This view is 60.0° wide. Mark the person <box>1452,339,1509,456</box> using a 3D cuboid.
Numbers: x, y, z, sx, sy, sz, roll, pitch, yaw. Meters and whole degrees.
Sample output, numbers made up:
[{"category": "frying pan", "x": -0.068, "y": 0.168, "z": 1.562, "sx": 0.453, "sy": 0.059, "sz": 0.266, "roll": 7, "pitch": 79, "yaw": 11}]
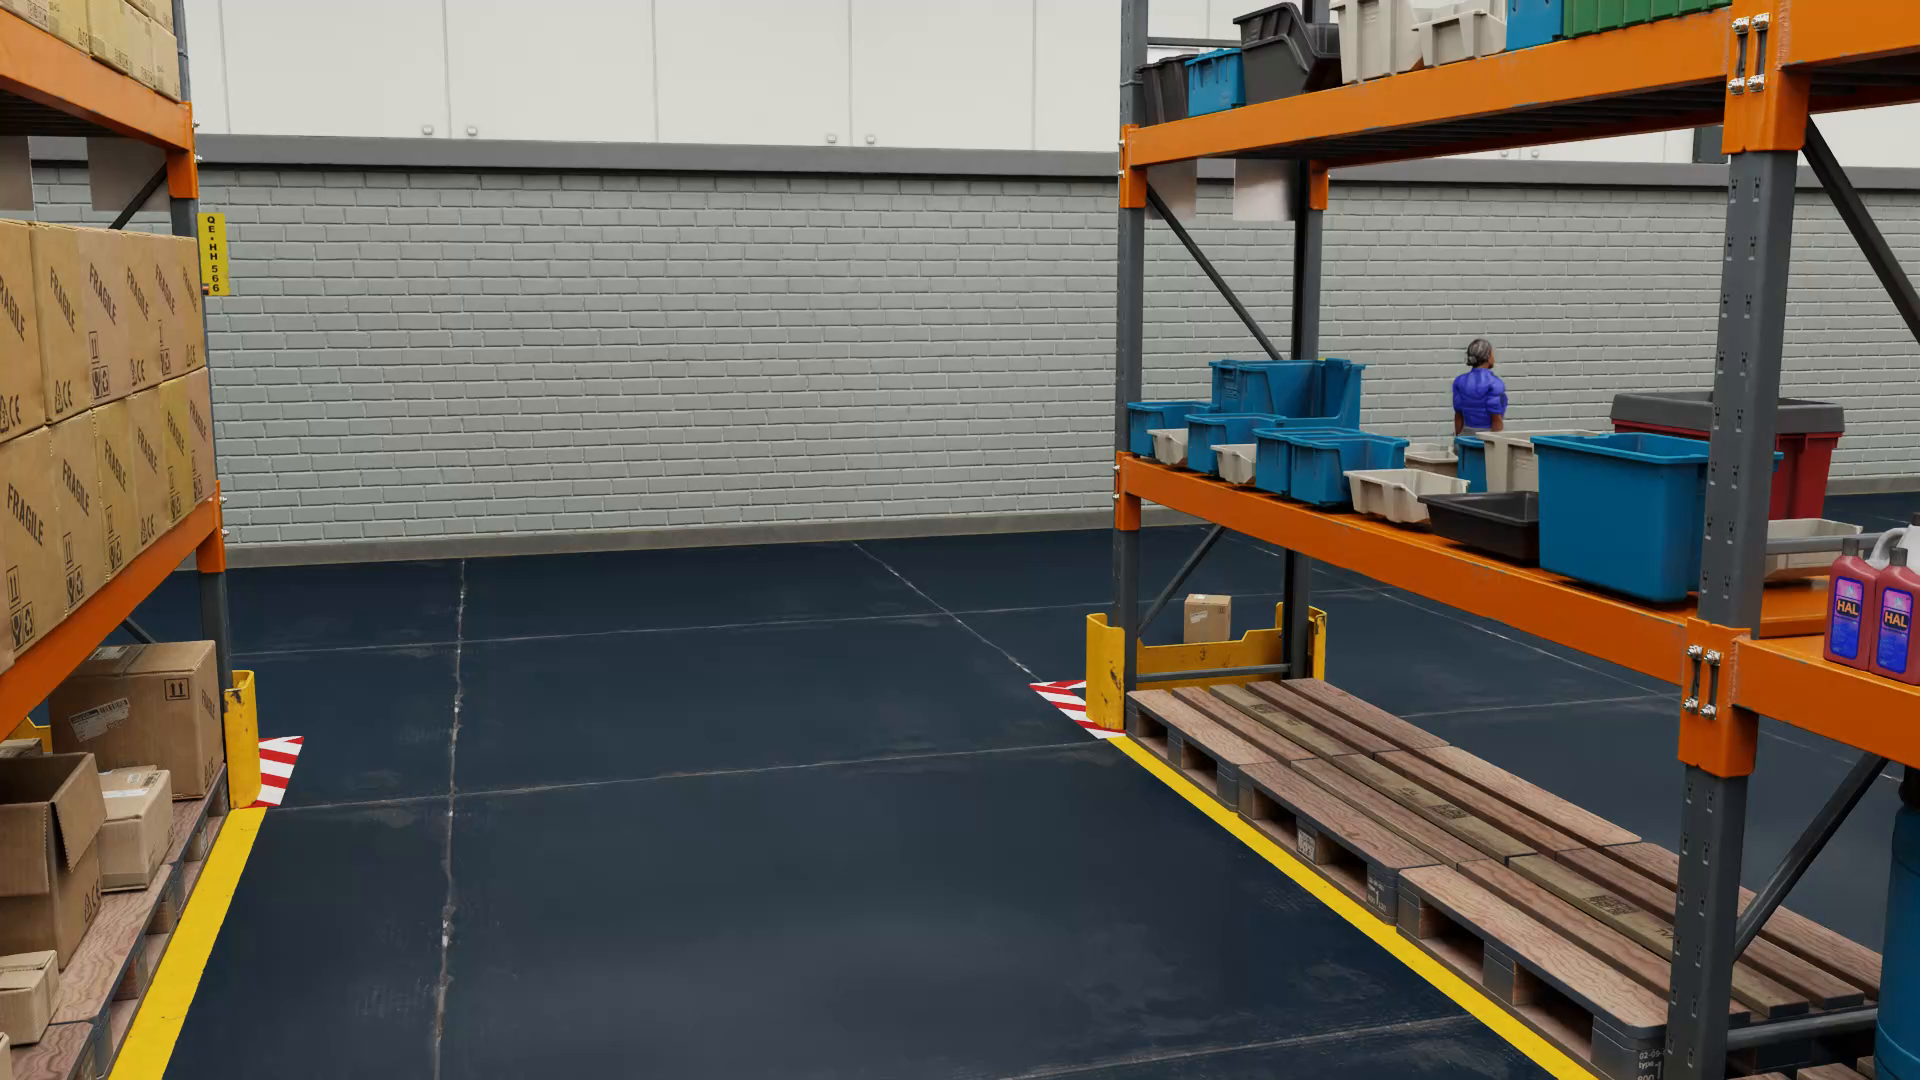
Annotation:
[{"category": "person", "x": 3.840, "y": -0.630, "z": 12.212, "sx": 0.427, "sy": 1.667, "sz": 0.440, "roll": -8, "pitch": 13, "yaw": -41}]
